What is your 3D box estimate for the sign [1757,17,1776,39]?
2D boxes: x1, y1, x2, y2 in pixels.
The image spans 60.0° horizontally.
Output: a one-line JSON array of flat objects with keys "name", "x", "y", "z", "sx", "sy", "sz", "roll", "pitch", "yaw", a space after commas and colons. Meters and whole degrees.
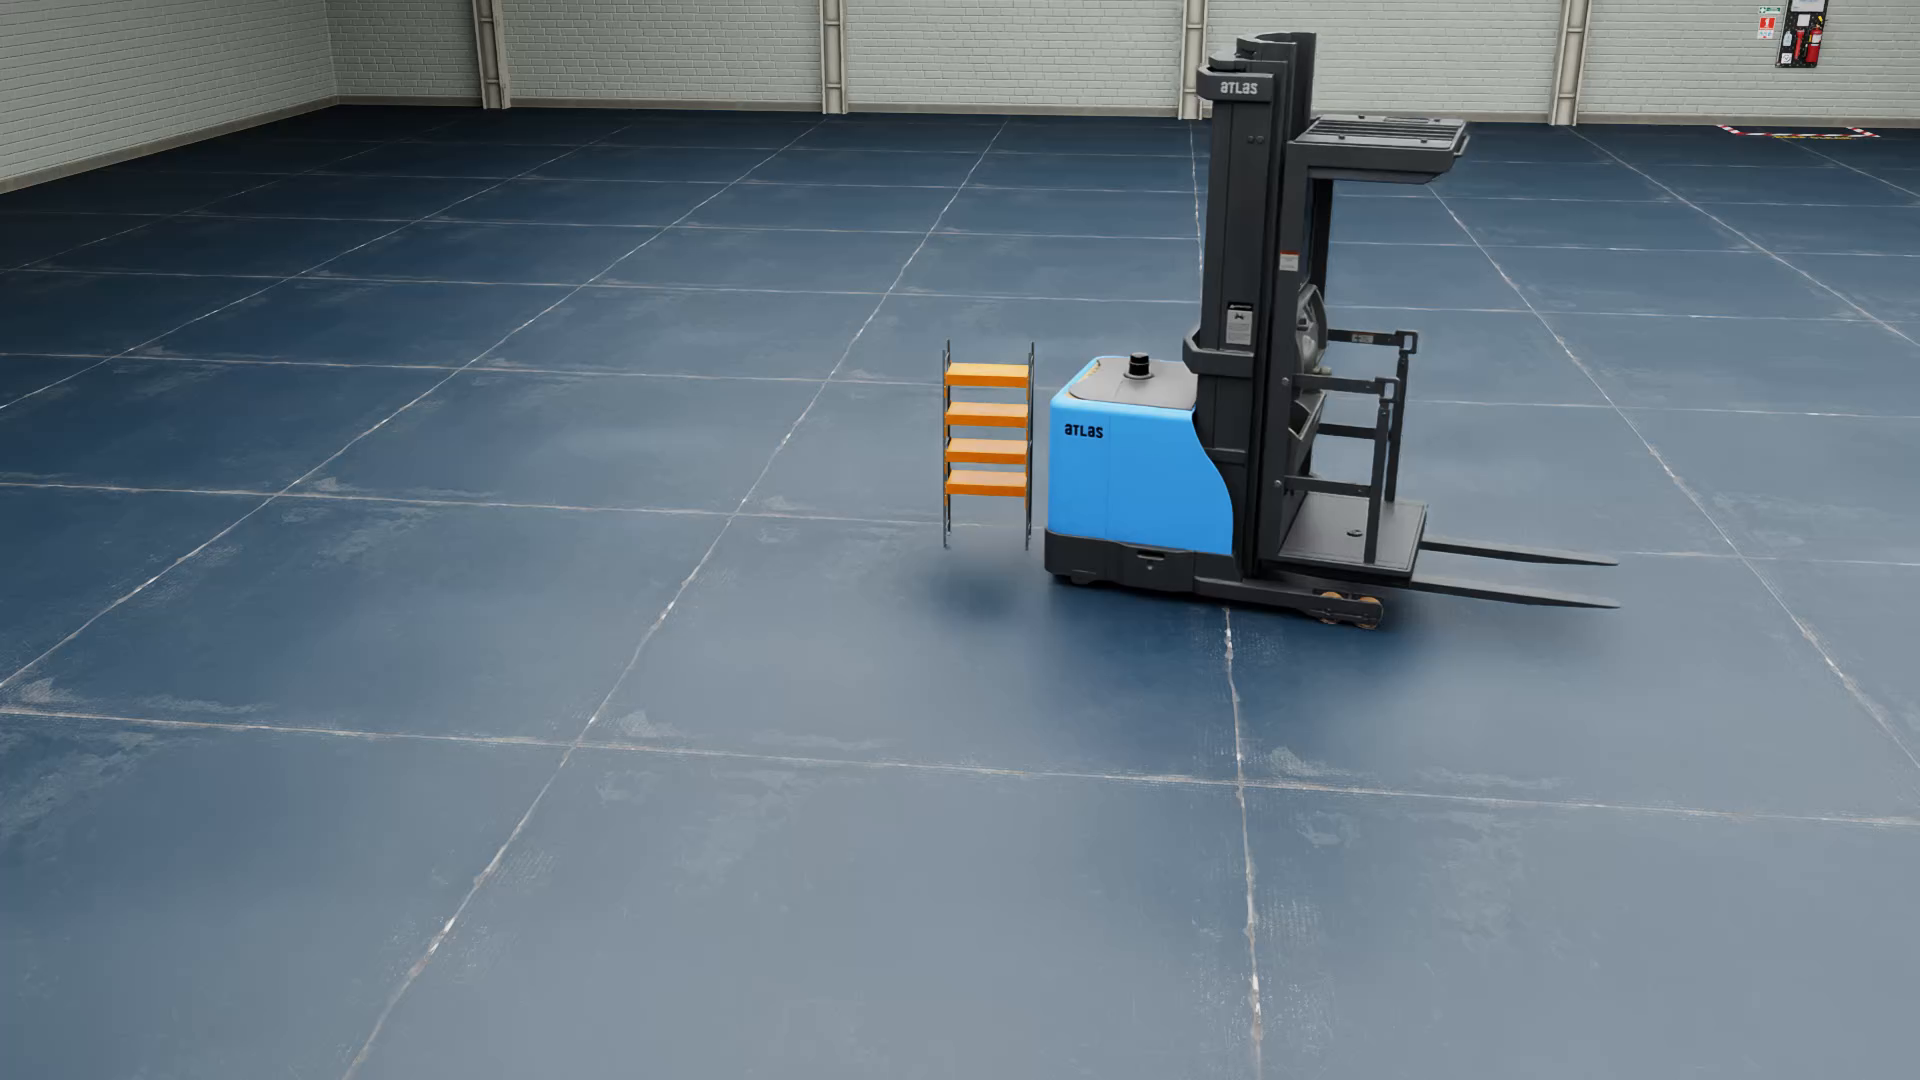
[{"name": "sign", "x": 12.764, "y": -8.108, "z": 26.321, "sx": 0.234, "sy": 0.329, "sz": 0.001, "roll": 2, "pitch": 22, "yaw": 6}]

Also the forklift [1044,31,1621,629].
[{"name": "forklift", "x": 2.047, "y": -1.114, "z": 8.772, "sx": 3.031, "sy": 2.935, "sz": 1.130, "roll": 7, "pitch": 23, "yaw": 18}]

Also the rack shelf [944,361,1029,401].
[{"name": "rack shelf", "x": 0.164, "y": -0.916, "z": 9.557, "sx": 0.480, "sy": 0.148, "sz": 0.258, "roll": 2, "pitch": 22, "yaw": 6}]

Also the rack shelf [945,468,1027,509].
[{"name": "rack shelf", "x": 0.164, "y": -0.304, "z": 9.799, "sx": 0.480, "sy": 0.148, "sz": 0.258, "roll": 2, "pitch": 22, "yaw": 6}]

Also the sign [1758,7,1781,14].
[{"name": "sign", "x": 12.768, "y": -8.351, "z": 26.215, "sx": 0.331, "sy": 0.109, "sz": 0.001, "roll": 2, "pitch": 22, "yaw": 6}]

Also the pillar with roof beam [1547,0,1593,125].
[{"name": "pillar with roof beam", "x": 9.286, "y": -9.387, "z": 21.444, "sx": 0.400, "sy": 9.000, "sz": 9.100, "roll": 2, "pitch": 22, "yaw": 6}]

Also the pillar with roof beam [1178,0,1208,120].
[{"name": "pillar with roof beam", "x": 3.328, "y": -9.647, "z": 22.101, "sx": 0.400, "sy": 9.000, "sz": 9.100, "roll": 2, "pitch": 22, "yaw": 6}]

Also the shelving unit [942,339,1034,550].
[{"name": "shelving unit", "x": 0.164, "y": -0.551, "z": 9.701, "sx": 0.503, "sy": 1.200, "sz": 0.258, "roll": 2, "pitch": 22, "yaw": 6}]

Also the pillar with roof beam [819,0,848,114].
[{"name": "pillar with roof beam", "x": -2.631, "y": -9.906, "z": 22.757, "sx": 0.400, "sy": 9.000, "sz": 9.100, "roll": 2, "pitch": 22, "yaw": 6}]

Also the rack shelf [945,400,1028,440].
[{"name": "rack shelf", "x": 0.164, "y": -0.696, "z": 9.644, "sx": 0.480, "sy": 0.148, "sz": 0.258, "roll": 2, "pitch": 22, "yaw": 6}]

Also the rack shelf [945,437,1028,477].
[{"name": "rack shelf", "x": 0.164, "y": -0.488, "z": 9.726, "sx": 0.480, "sy": 0.148, "sz": 0.258, "roll": 2, "pitch": 22, "yaw": 6}]

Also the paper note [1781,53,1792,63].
[{"name": "paper note", "x": 13.134, "y": -7.653, "z": 26.417, "sx": 0.142, "sy": 0.148, "sz": 0.016, "roll": 2, "pitch": 22, "yaw": 6}]

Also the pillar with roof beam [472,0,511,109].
[{"name": "pillar with roof beam", "x": -8.589, "y": -10.166, "z": 23.414, "sx": 0.400, "sy": 9.000, "sz": 9.100, "roll": 2, "pitch": 22, "yaw": 6}]

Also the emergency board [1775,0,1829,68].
[{"name": "emergency board", "x": 13.301, "y": -8.030, "z": 26.172, "sx": 0.643, "sy": 1.169, "sz": 0.194, "roll": 2, "pitch": 22, "yaw": 6}]

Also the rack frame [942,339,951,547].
[{"name": "rack frame", "x": -0.078, "y": -0.561, "z": 9.728, "sx": 0.015, "sy": 1.200, "sz": 0.240, "roll": 2, "pitch": 22, "yaw": 6}]

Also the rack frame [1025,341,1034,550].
[{"name": "rack frame", "x": 0.407, "y": -0.540, "z": 9.674, "sx": 0.015, "sy": 1.200, "sz": 0.240, "roll": 2, "pitch": 22, "yaw": 6}]
